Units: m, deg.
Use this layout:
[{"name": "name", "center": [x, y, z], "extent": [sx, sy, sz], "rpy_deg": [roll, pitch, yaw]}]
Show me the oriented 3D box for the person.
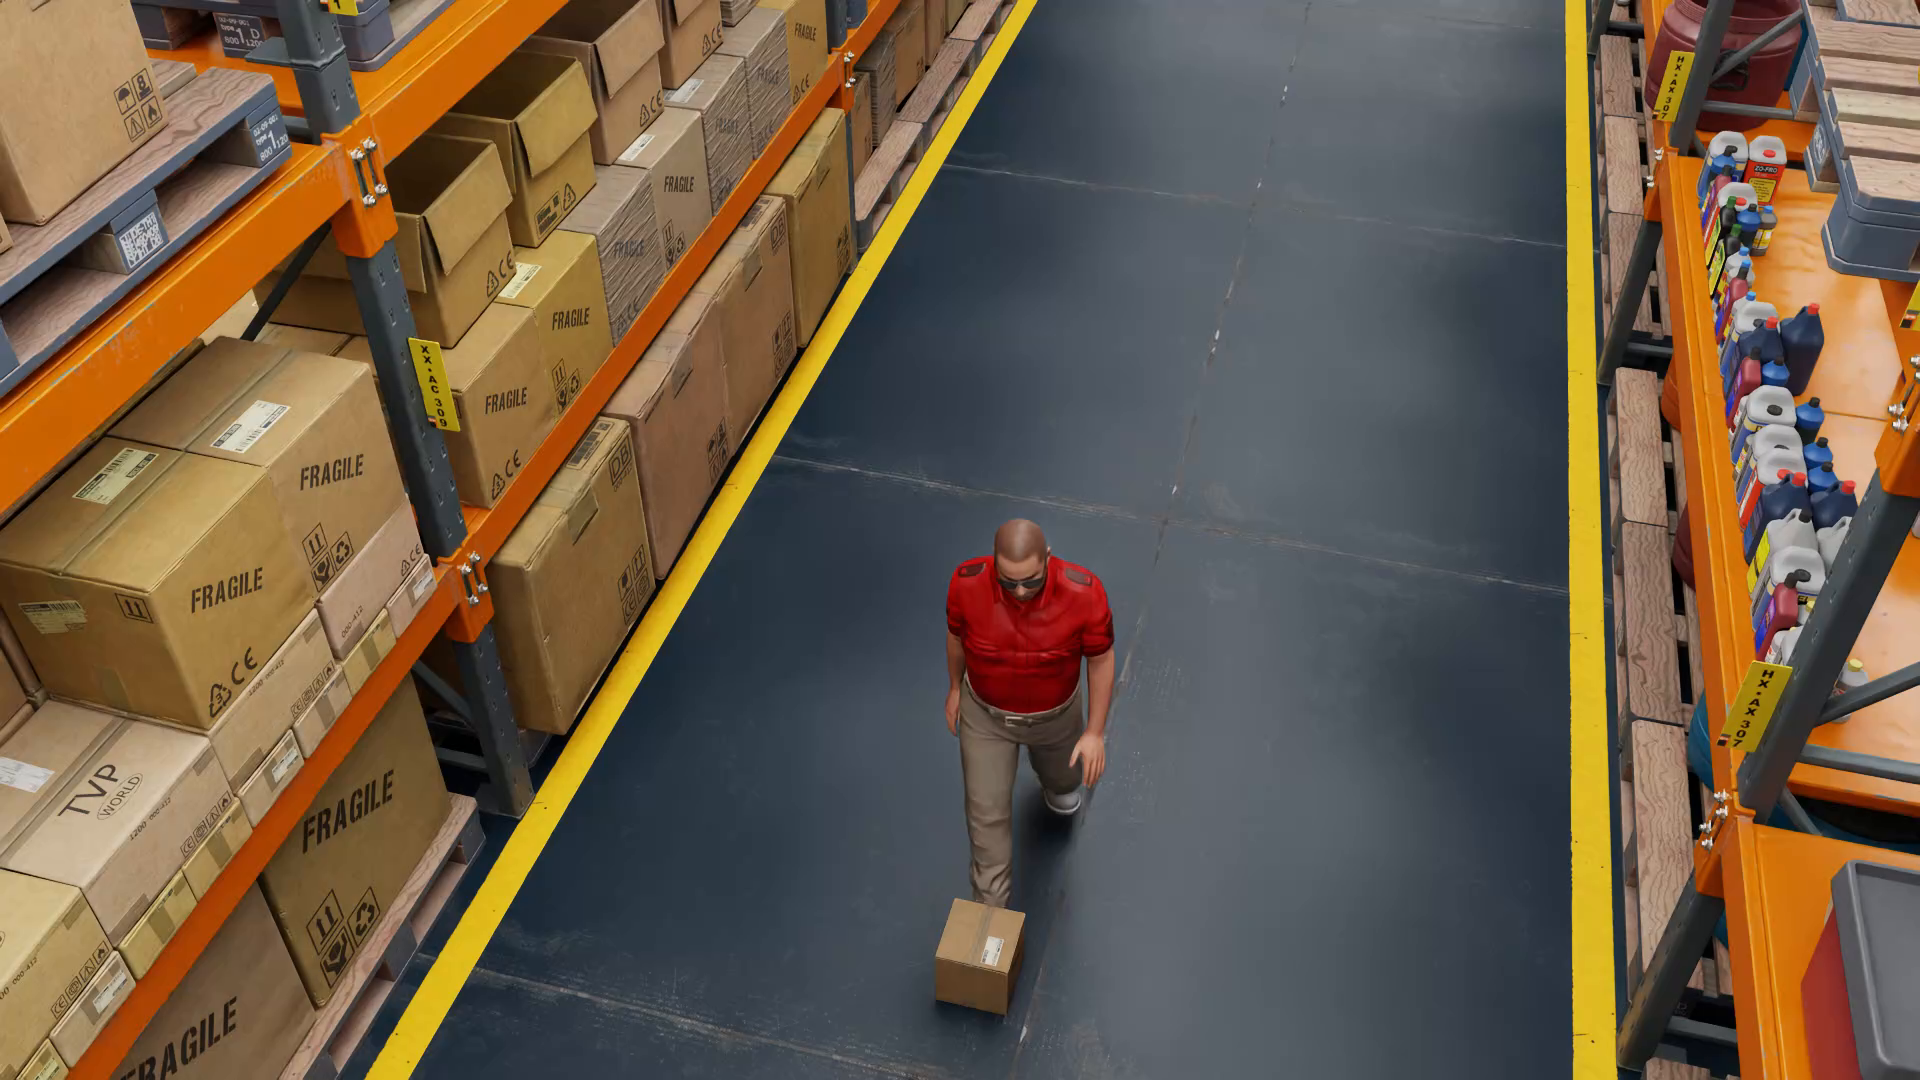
[{"name": "person", "center": [0.222, 0.557, 5.514], "extent": [0.555, 1.691, 0.957], "rpy_deg": [2, 41, 2]}]
